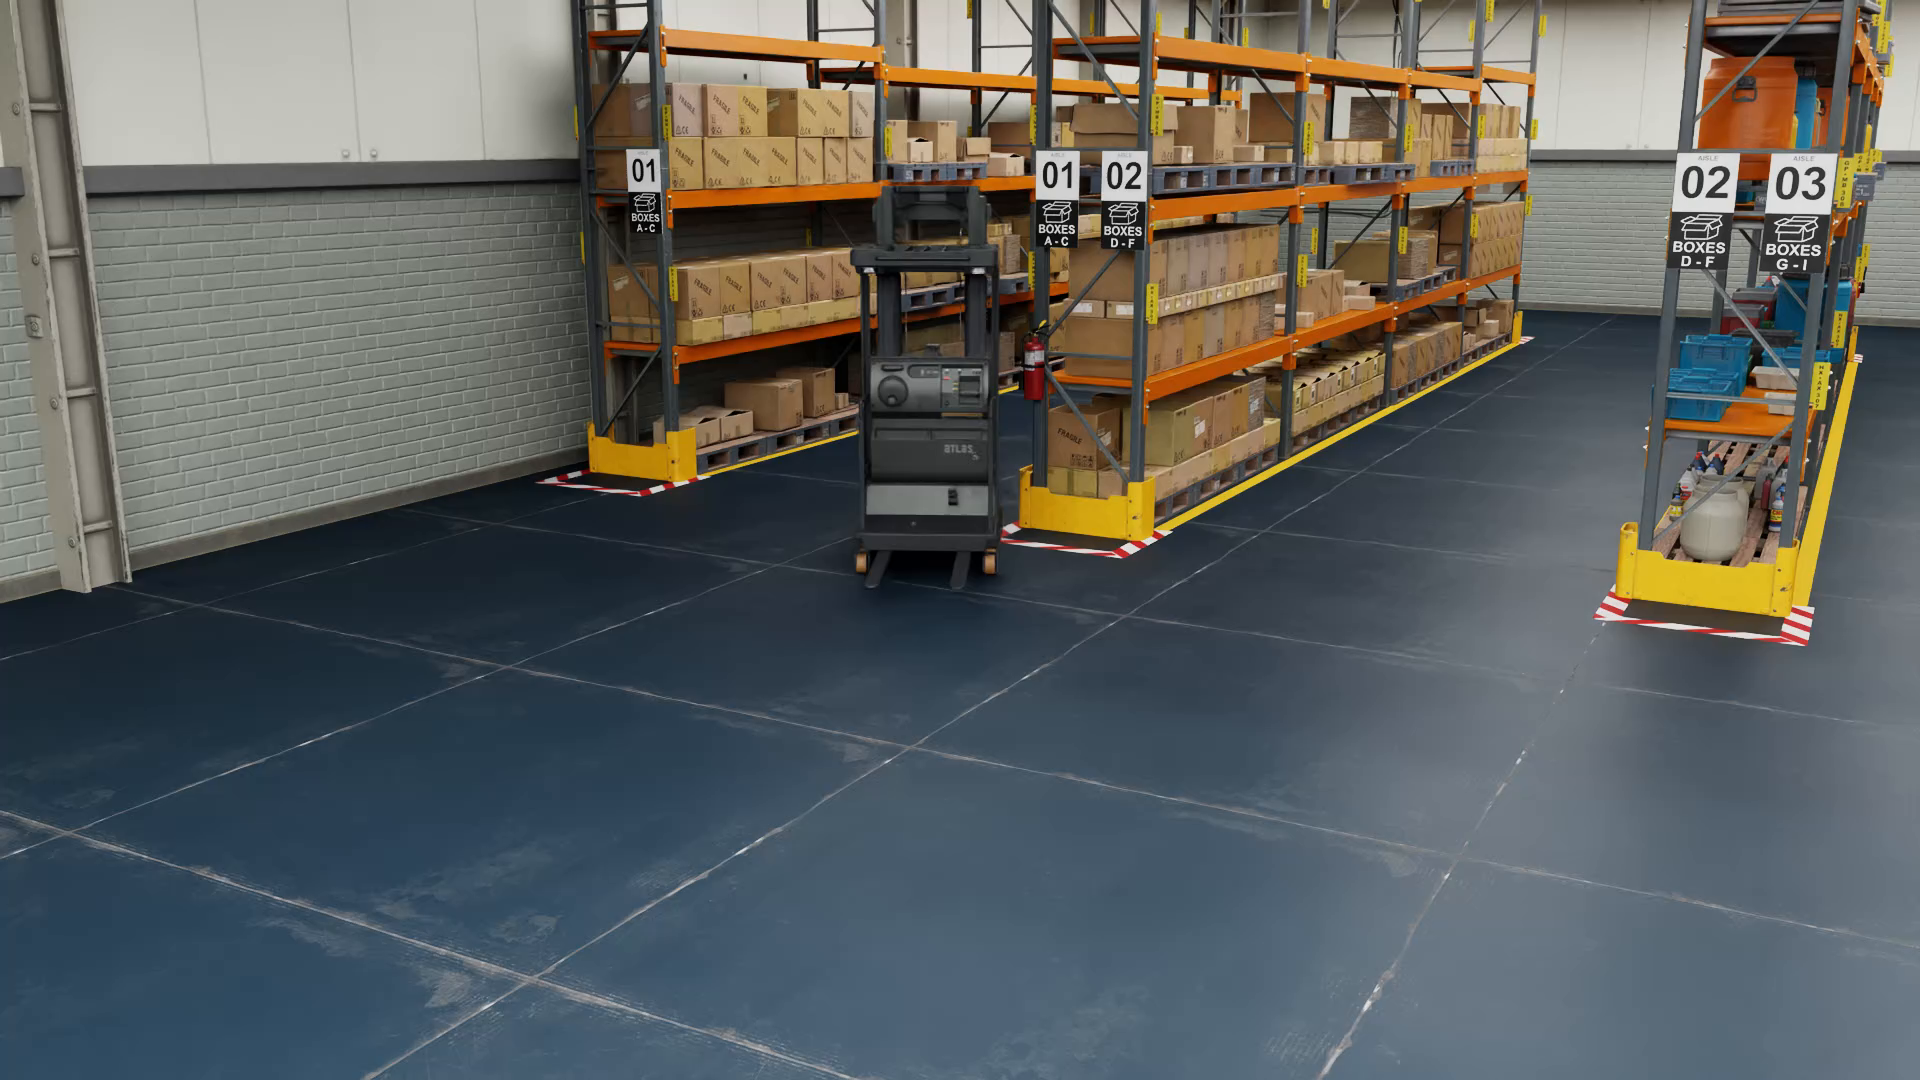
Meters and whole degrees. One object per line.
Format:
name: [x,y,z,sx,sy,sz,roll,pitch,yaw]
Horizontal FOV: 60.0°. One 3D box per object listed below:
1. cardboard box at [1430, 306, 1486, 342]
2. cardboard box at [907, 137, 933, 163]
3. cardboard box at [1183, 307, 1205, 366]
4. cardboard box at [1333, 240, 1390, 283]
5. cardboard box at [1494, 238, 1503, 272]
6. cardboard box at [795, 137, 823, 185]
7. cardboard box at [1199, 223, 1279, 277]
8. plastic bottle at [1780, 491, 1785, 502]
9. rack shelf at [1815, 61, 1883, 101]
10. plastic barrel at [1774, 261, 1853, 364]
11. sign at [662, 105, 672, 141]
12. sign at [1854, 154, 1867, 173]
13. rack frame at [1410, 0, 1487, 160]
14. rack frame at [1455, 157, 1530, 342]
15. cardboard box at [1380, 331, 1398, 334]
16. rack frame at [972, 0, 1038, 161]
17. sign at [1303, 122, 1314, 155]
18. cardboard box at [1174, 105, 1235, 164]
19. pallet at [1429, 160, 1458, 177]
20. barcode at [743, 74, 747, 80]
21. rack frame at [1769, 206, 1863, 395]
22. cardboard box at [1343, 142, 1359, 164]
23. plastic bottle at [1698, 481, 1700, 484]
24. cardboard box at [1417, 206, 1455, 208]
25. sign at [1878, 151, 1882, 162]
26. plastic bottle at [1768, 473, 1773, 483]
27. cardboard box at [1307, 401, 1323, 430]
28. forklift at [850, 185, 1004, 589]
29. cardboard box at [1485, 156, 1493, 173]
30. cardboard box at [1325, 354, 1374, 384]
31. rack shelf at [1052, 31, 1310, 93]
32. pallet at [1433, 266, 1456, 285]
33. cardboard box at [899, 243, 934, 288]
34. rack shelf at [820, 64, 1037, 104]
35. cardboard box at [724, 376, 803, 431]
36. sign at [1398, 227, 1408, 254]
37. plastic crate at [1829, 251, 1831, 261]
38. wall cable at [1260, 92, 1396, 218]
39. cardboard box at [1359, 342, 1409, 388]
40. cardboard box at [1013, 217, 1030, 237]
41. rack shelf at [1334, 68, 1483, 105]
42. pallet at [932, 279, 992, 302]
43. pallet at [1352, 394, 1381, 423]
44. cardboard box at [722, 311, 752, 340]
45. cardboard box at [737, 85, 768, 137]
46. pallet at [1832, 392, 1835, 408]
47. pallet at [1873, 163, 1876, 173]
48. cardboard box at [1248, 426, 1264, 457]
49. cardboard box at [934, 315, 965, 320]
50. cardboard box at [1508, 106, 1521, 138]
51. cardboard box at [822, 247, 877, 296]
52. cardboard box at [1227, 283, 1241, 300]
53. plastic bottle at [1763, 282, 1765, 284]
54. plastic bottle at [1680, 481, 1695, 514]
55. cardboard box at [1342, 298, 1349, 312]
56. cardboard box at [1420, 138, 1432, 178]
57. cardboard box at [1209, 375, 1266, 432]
cardboard box: [7.802,-3.398,26.114,0.797,0.503,0.637,7,15,28]
cardboard box: [-0.675,-4.779,20.350,0.500,0.311,0.500,8,16,30]
cardboard box: [1.829,-1.902,15.309,0.700,0.500,0.500,7,15,28]
cardboard box: [5.171,-3.585,21.396,0.700,0.500,0.500,2,14,9]
cardboard box: [8.117,-4.446,25.861,0.500,0.500,0.500,7,15,27]
cardboard box: [-1.825,-4.095,17.964,0.500,0.500,0.500,7,15,26]
cardboard box: [2.822,-2.958,16.920,0.700,0.500,0.500,7,15,28]
plastic bottle: [6.707,-0.262,13.576,0.061,0.283,0.133,8,16,29]
rack shelf: [10.266,-5.411,19.667,1.077,0.370,4.000,7,15,28]
plastic barrel: [7.818,-2.097,15.261,0.600,0.901,0.708,7,15,28]
sign: [-2.765,-3.932,15.676,0.100,0.325,0.005,7,15,28]
sign: [7.842,-3.206,14.512,0.100,0.325,0.005,7,15,28]
rack frame: [6.899,-6.928,23.569,1.000,3.000,0.127,7,15,28]
rack frame: [8.832,-4.832,27.676,1.000,3.000,0.127,7,15,28]
cardboard box: [5.710,-2.622,22.905,0.500,0.500,0.500,7,15,26]
rack frame: [0.627,-6.668,22.490,1.000,3.000,0.127,7,15,28]
sign: [3.518,-4.055,16.783,0.100,0.325,0.005,7,15,28]
cardboard box: [2.140,-3.638,14.916,0.500,0.500,0.500,7,15,28]
pallet: [6.023,-5.039,22.536,1.213,0.211,1.003,7,15,28]
barcode: [-2.355,-5.076,18.234,0.001,0.075,0.075,7,15,28]
rack frame: [11.233,-3.449,21.941,1.000,3.000,0.127,7,15,28]
cardboard box: [4.271,-4.455,19.136,0.500,0.250,0.500,7,15,27]
plastic bottle: [6.175,-0.344,13.917,0.061,0.283,0.133,7,15,28]
cardboard box: [7.162,-4.784,25.132,0.500,0.500,0.500,7,15,27]
sign: [13.656,-5.618,24.761,0.100,0.325,0.005,7,15,28]
plastic bottle: [6.956,-0.437,14.304,0.061,0.283,0.133,7,15,28]
cardboard box: [3.692,-1.397,18.398,0.500,0.250,0.500,8,16,29]
forklift: [-0.246,-1.228,12.872,1.130,2.935,3.031,1,14,3]
cardboard box: [7.596,-5.570,24.659,0.500,0.250,0.500,7,15,28]
cardboard box: [4.682,-2.088,20.069,0.500,0.311,0.500,7,15,27]
rack shelf: [2.065,-4.332,15.190,1.077,0.370,4.000,7,15,28]
pallet: [6.417,-3.766,23.666,1.003,0.211,1.213,7,15,28]
cardboard box: [-0.754,-3.407,20.615,0.700,0.500,0.500,9,16,34]
rack shelf: [-0.340,-5.713,20.919,1.077,0.370,4.000,7,15,28]
cardboard box: [-2.153,-1.502,18.259,0.700,0.500,0.500,6,15,25]
sign: [5.453,-3.691,20.474,0.100,0.325,0.005,7,15,28]
plastic crate: [11.884,-3.664,22.568,0.402,0.464,0.583,7,15,28]
wall cable: [7.541,-7.919,34.307,3.097,2.526,0.112,7,15,28]
cardboard box: [5.435,-2.250,21.362,0.500,0.500,0.500,8,16,30]
cardboard box: [1.086,-4.388,23.346,0.500,0.250,0.500,8,16,29]
rack shelf: [5.932,-5.973,21.998,1.077,0.370,4.000,7,15,28]
pallet: [-0.294,-3.247,21.512,1.003,0.211,1.213,7,15,28]
pallet: [4.533,-1.671,20.513,1.003,0.211,1.213,7,15,28]
cardboard box: [-2.488,-2.219,17.115,0.500,0.250,0.500,7,15,26]
cardboard box: [-2.317,-4.368,16.960,0.500,0.500,0.500,8,16,30]
pallet: [10.235,-1.689,20.589,1.003,0.211,1.213,7,15,28]
pallet: [10.394,-4.411,19.932,1.003,0.211,1.213,7,15,28]
cardboard box: [2.748,-1.016,16.819,0.500,0.250,0.500,7,15,28]
cardboard box: [-0.006,-2.851,22.254,0.500,0.250,0.500,8,16,29]
cardboard box: [8.598,-6.718,26.751,0.700,0.500,0.500,7,15,28]
cardboard box: [-1.265,-3.100,19.169,0.500,0.500,0.500,7,15,28]
cardboard box: [2.472,-2.394,15.964,0.380,0.149,0.250,8,16,30]
plastic bottle: [9.828,-3.003,20.339,0.061,0.283,0.133,7,15,28]
plastic bottle: [6.082,-0.352,13.967,0.152,0.276,0.135,8,15,28]
cardboard box: [4.398,-2.801,19.786,0.380,0.149,0.250,9,16,32]
cardboard box: [5.644,-5.002,21.768,0.910,0.500,0.500,7,15,28]
cardboard box: [2.747,-1.381,16.732,0.500,0.500,0.500,7,15,28]
